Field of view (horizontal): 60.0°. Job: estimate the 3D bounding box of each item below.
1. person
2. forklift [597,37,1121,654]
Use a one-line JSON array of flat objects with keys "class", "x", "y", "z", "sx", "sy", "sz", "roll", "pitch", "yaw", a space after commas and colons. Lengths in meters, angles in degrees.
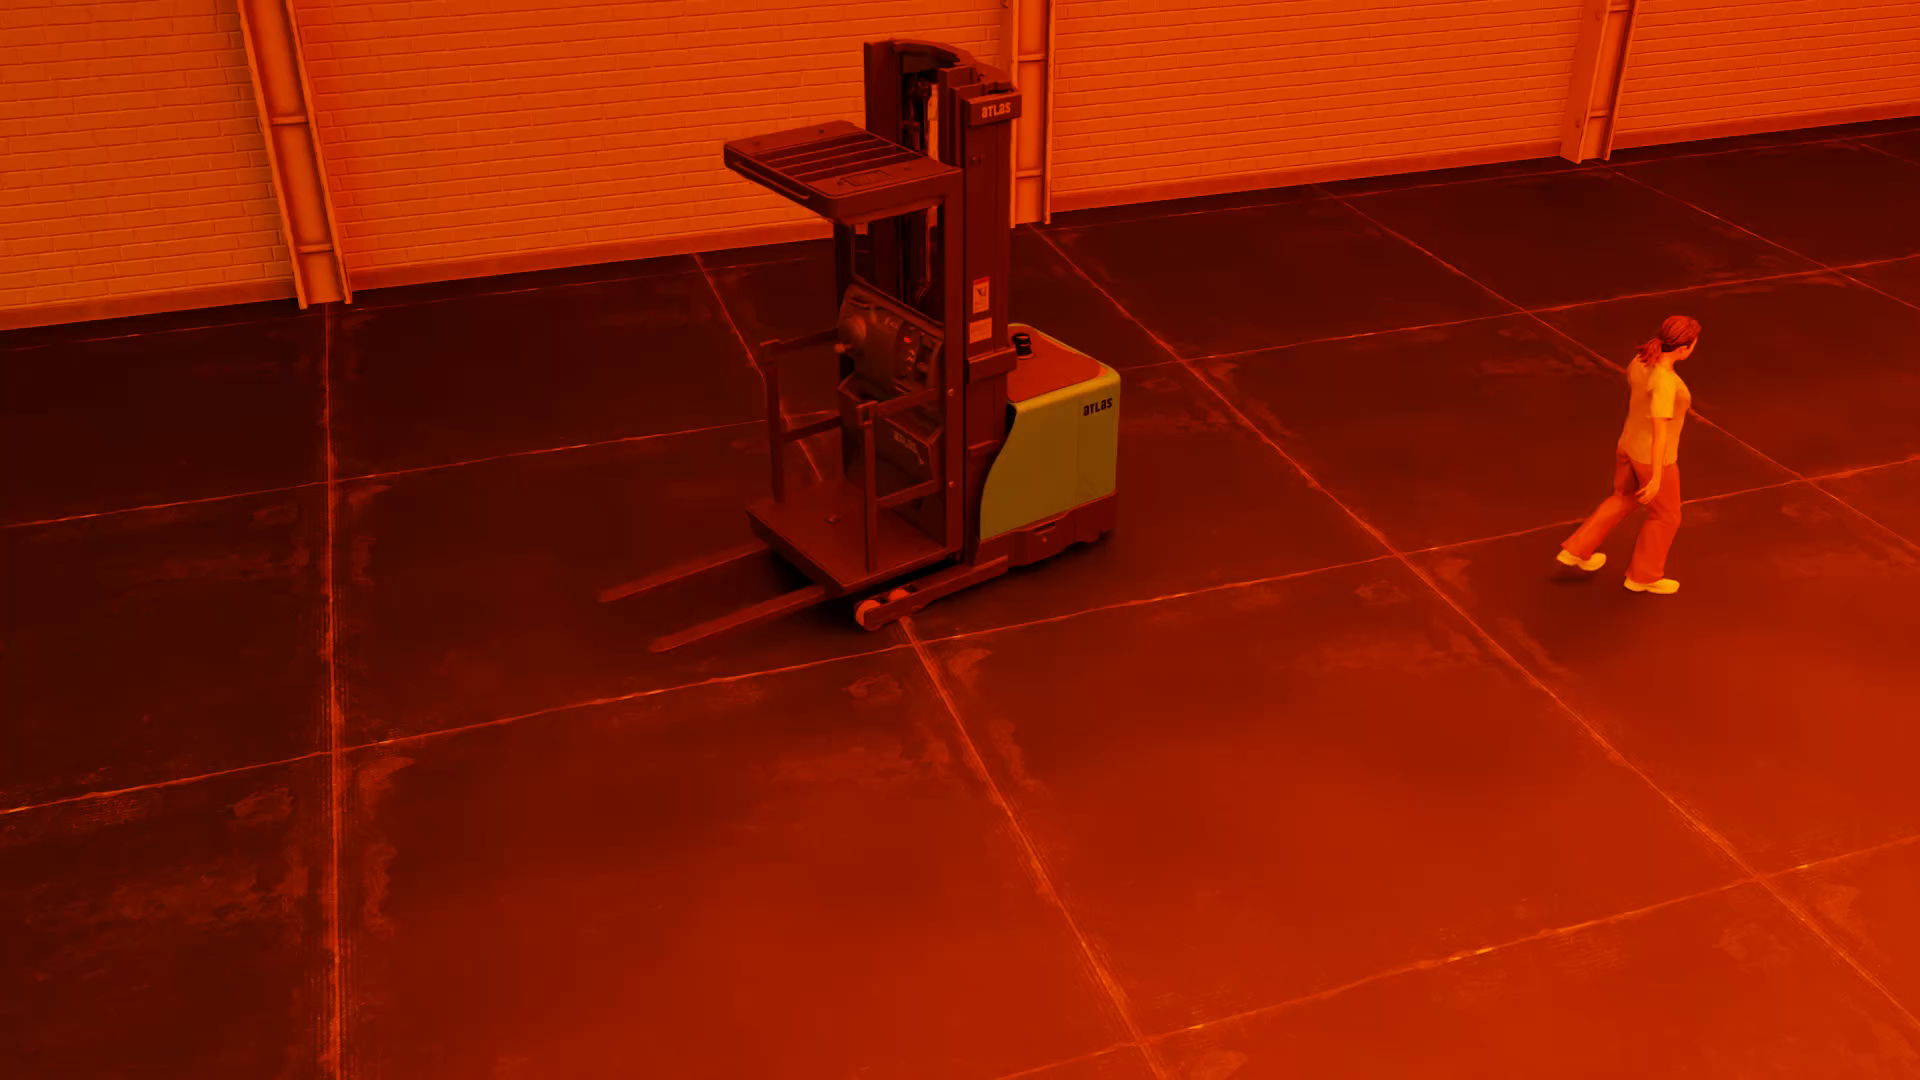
[{"class": "person", "x": 3.799, "y": -0.493, "z": 9.157, "sx": 0.651, "sy": 1.585, "sz": 0.807, "roll": -3, "pitch": 30, "yaw": -6}, {"class": "forklift", "x": -0.552, "y": -1.069, "z": 8.946, "sx": 3.031, "sy": 2.935, "sz": 1.130, "roll": -20, "pitch": 35, "yaw": -30}]
